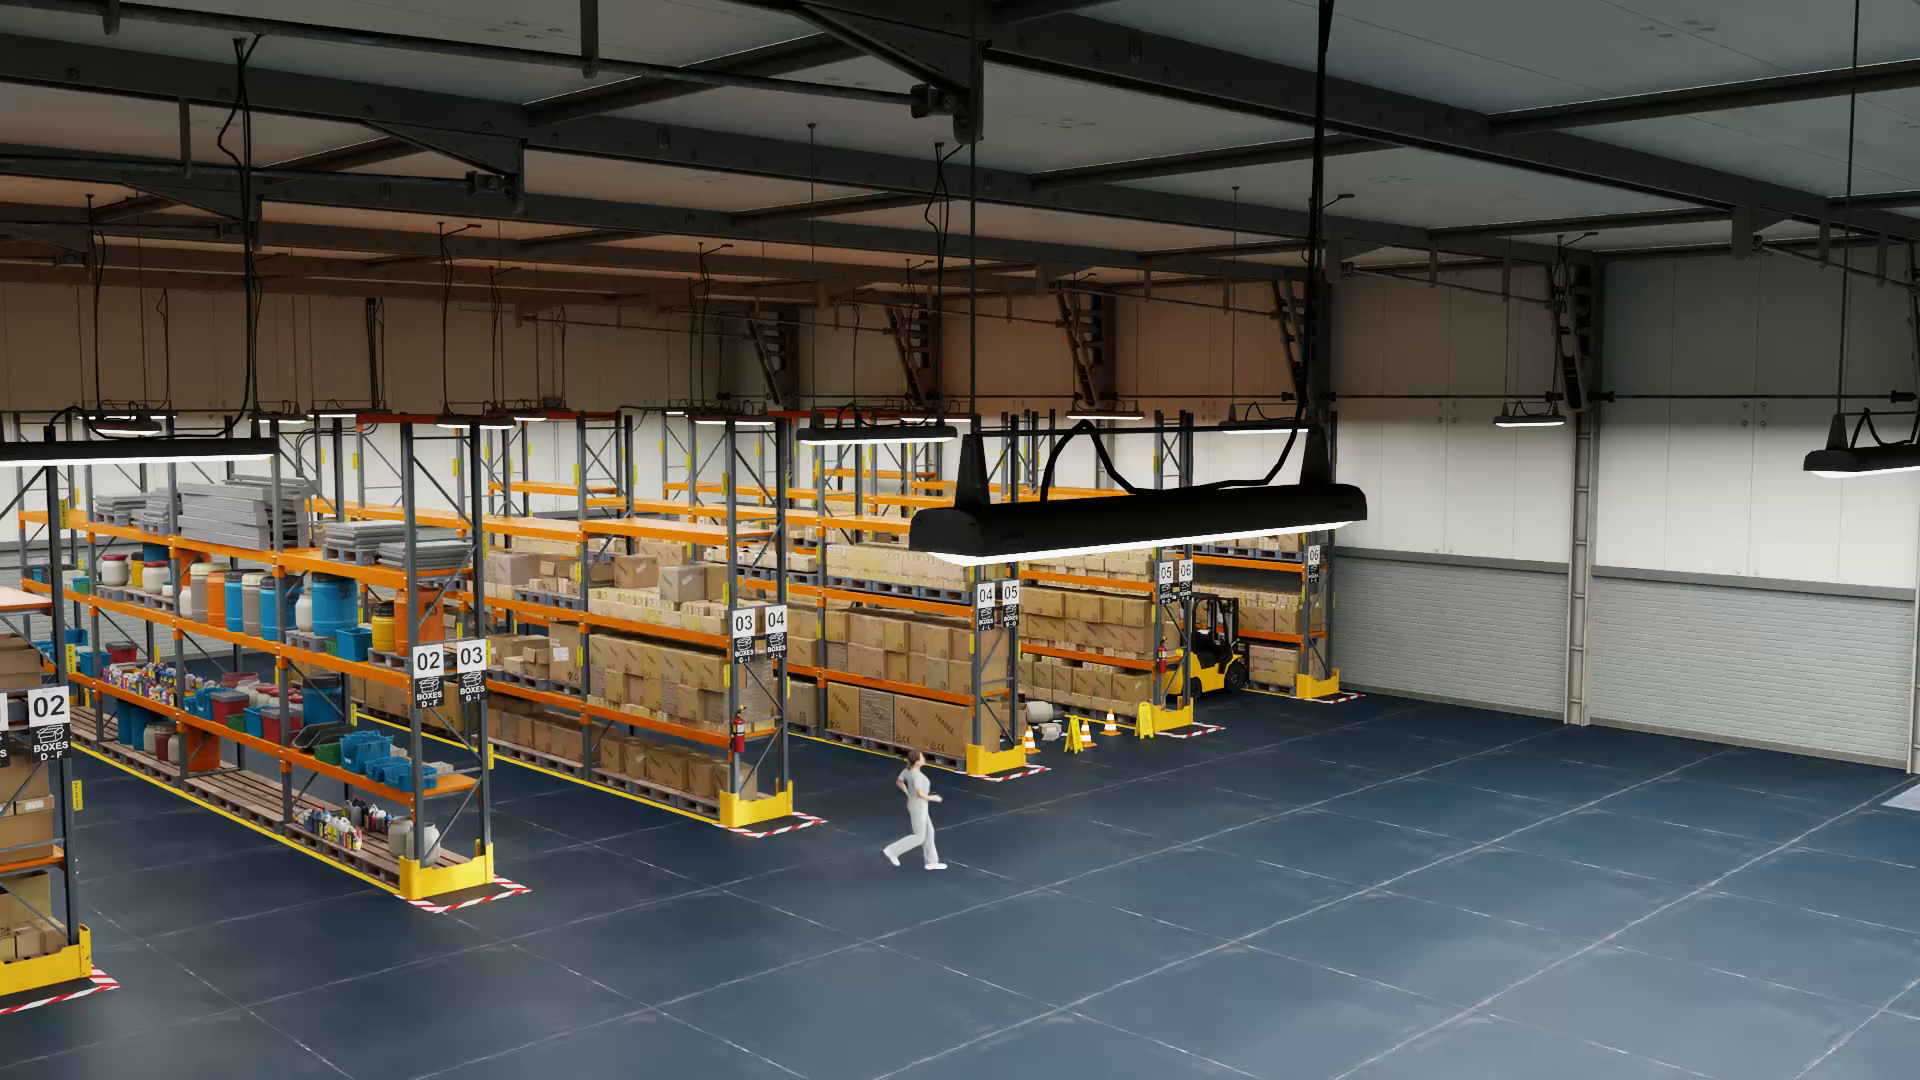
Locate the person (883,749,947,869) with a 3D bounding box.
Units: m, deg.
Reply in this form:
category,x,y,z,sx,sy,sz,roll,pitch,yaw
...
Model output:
category,x,y,z,sx,sy,sz,roll,pitch,yaw
person,-0.599,3.599,22.050,0.899,1.634,0.578,-2,5,-18
